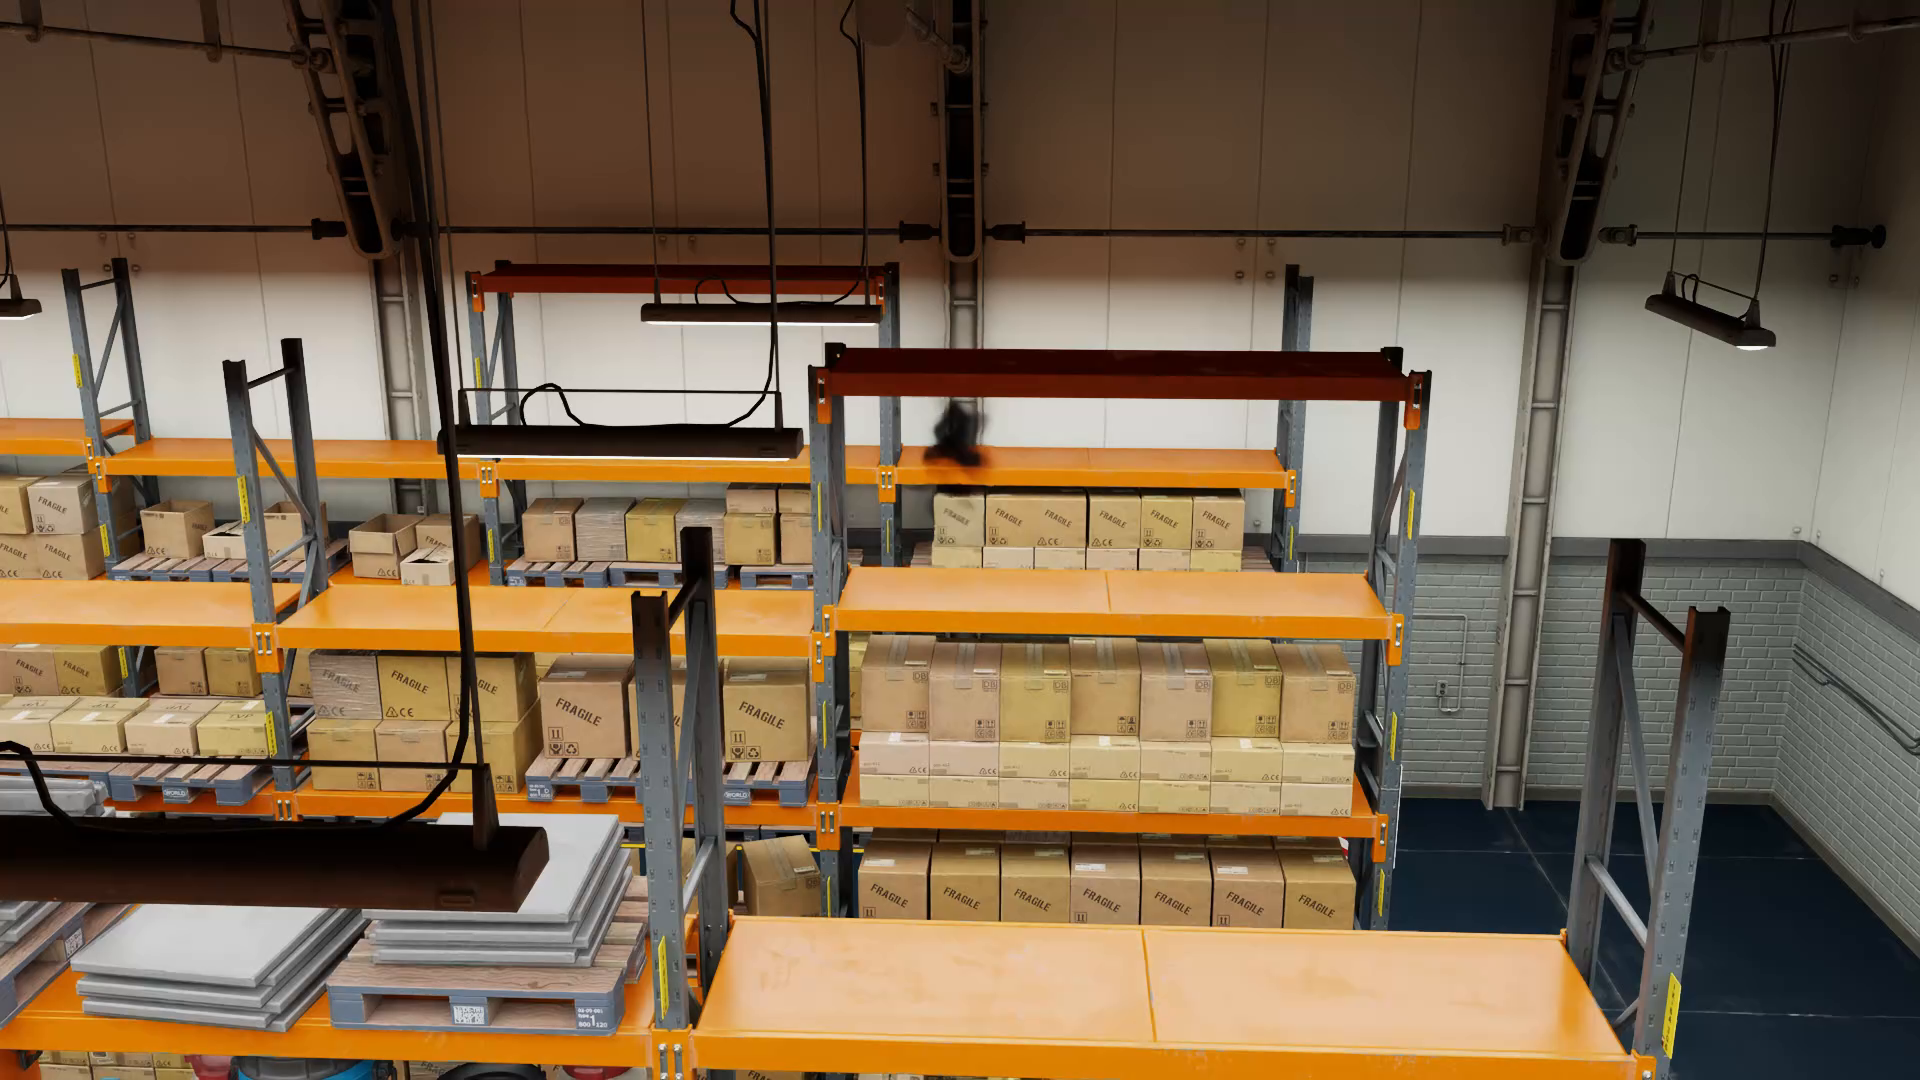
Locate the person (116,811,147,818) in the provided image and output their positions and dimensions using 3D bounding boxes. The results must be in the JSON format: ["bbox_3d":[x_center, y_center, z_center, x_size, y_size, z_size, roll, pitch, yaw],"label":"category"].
[{"bbox_3d":[-7.811,2.973,15.260,0.571,1.733,0.689,0,16,-2],"label":"person"}]
